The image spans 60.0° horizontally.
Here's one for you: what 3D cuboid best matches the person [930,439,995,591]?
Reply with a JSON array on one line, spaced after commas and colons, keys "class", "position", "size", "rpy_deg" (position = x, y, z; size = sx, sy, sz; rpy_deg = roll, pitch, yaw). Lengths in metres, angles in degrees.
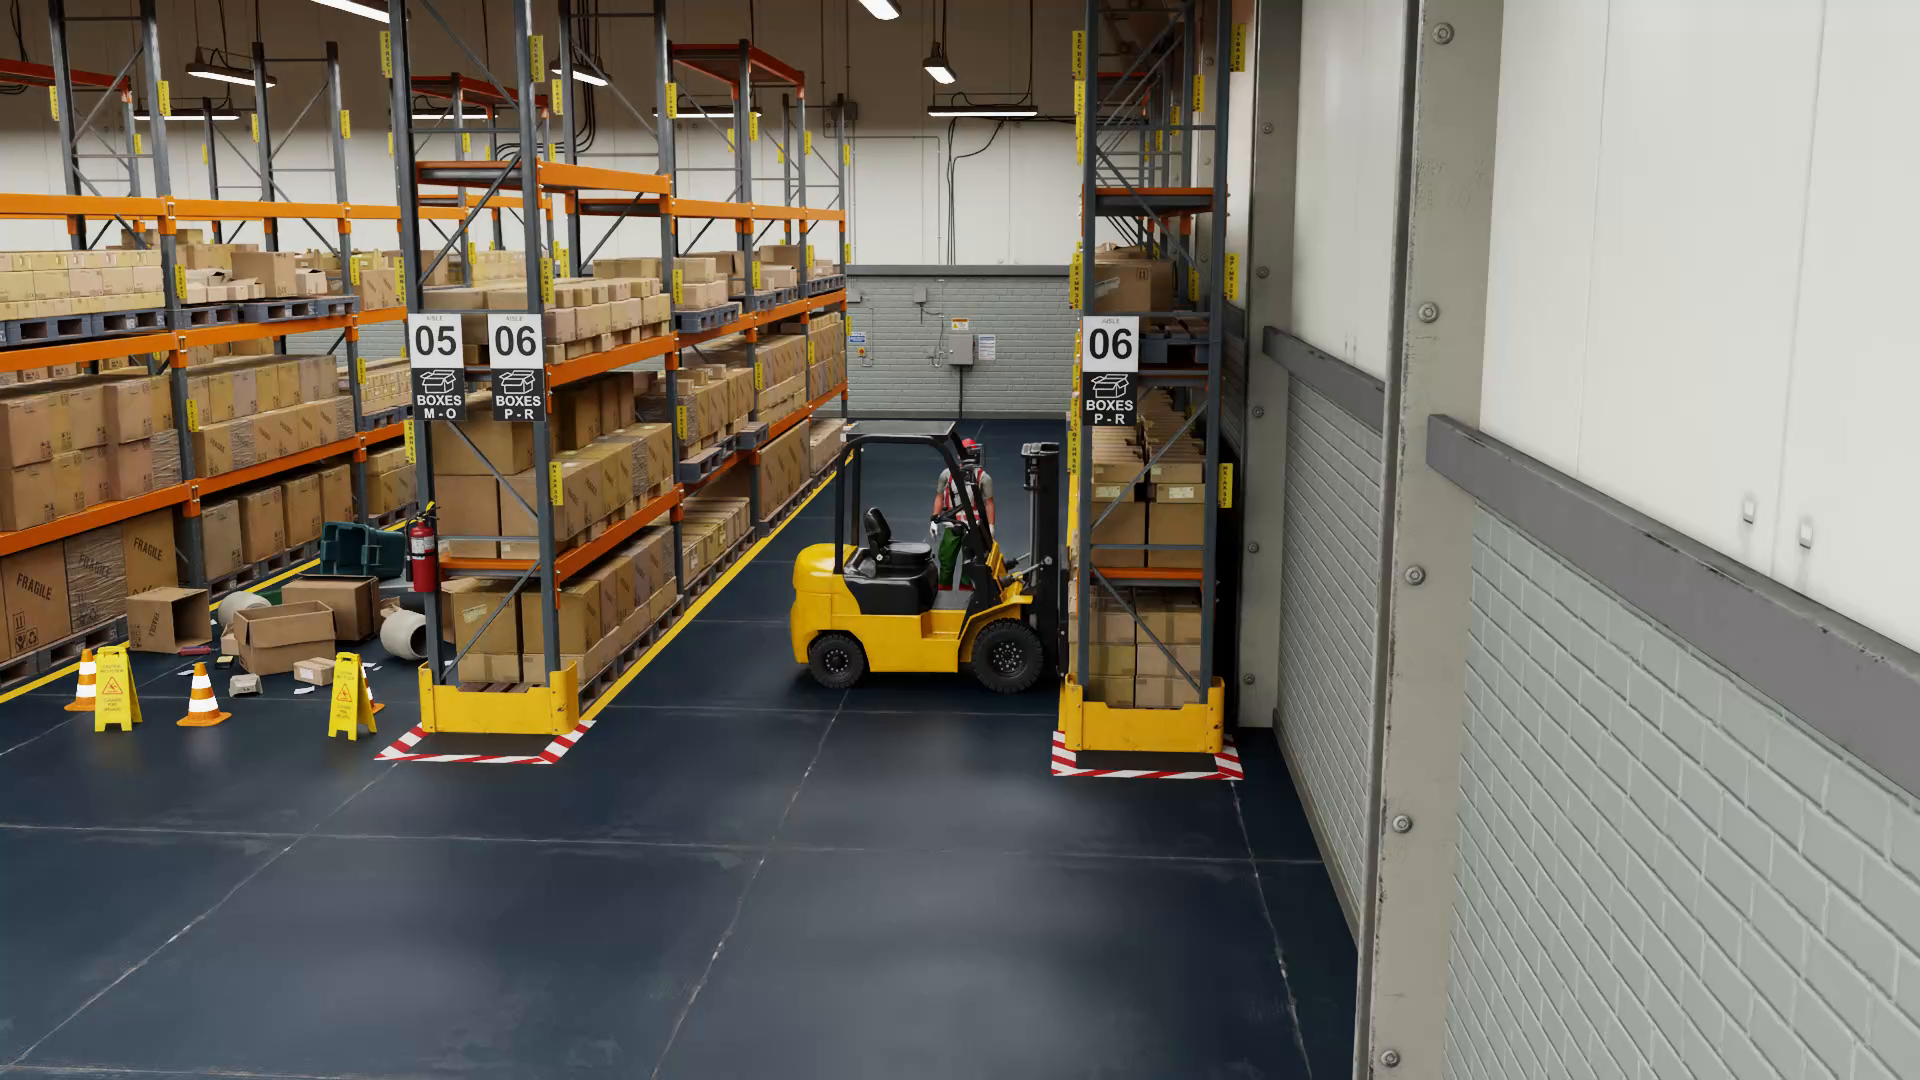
[{"class": "person", "position": [0.021, -0.089, 16.283], "size": [0.638, 1.787, 0.564], "rpy_deg": [1, 11, 4]}]
